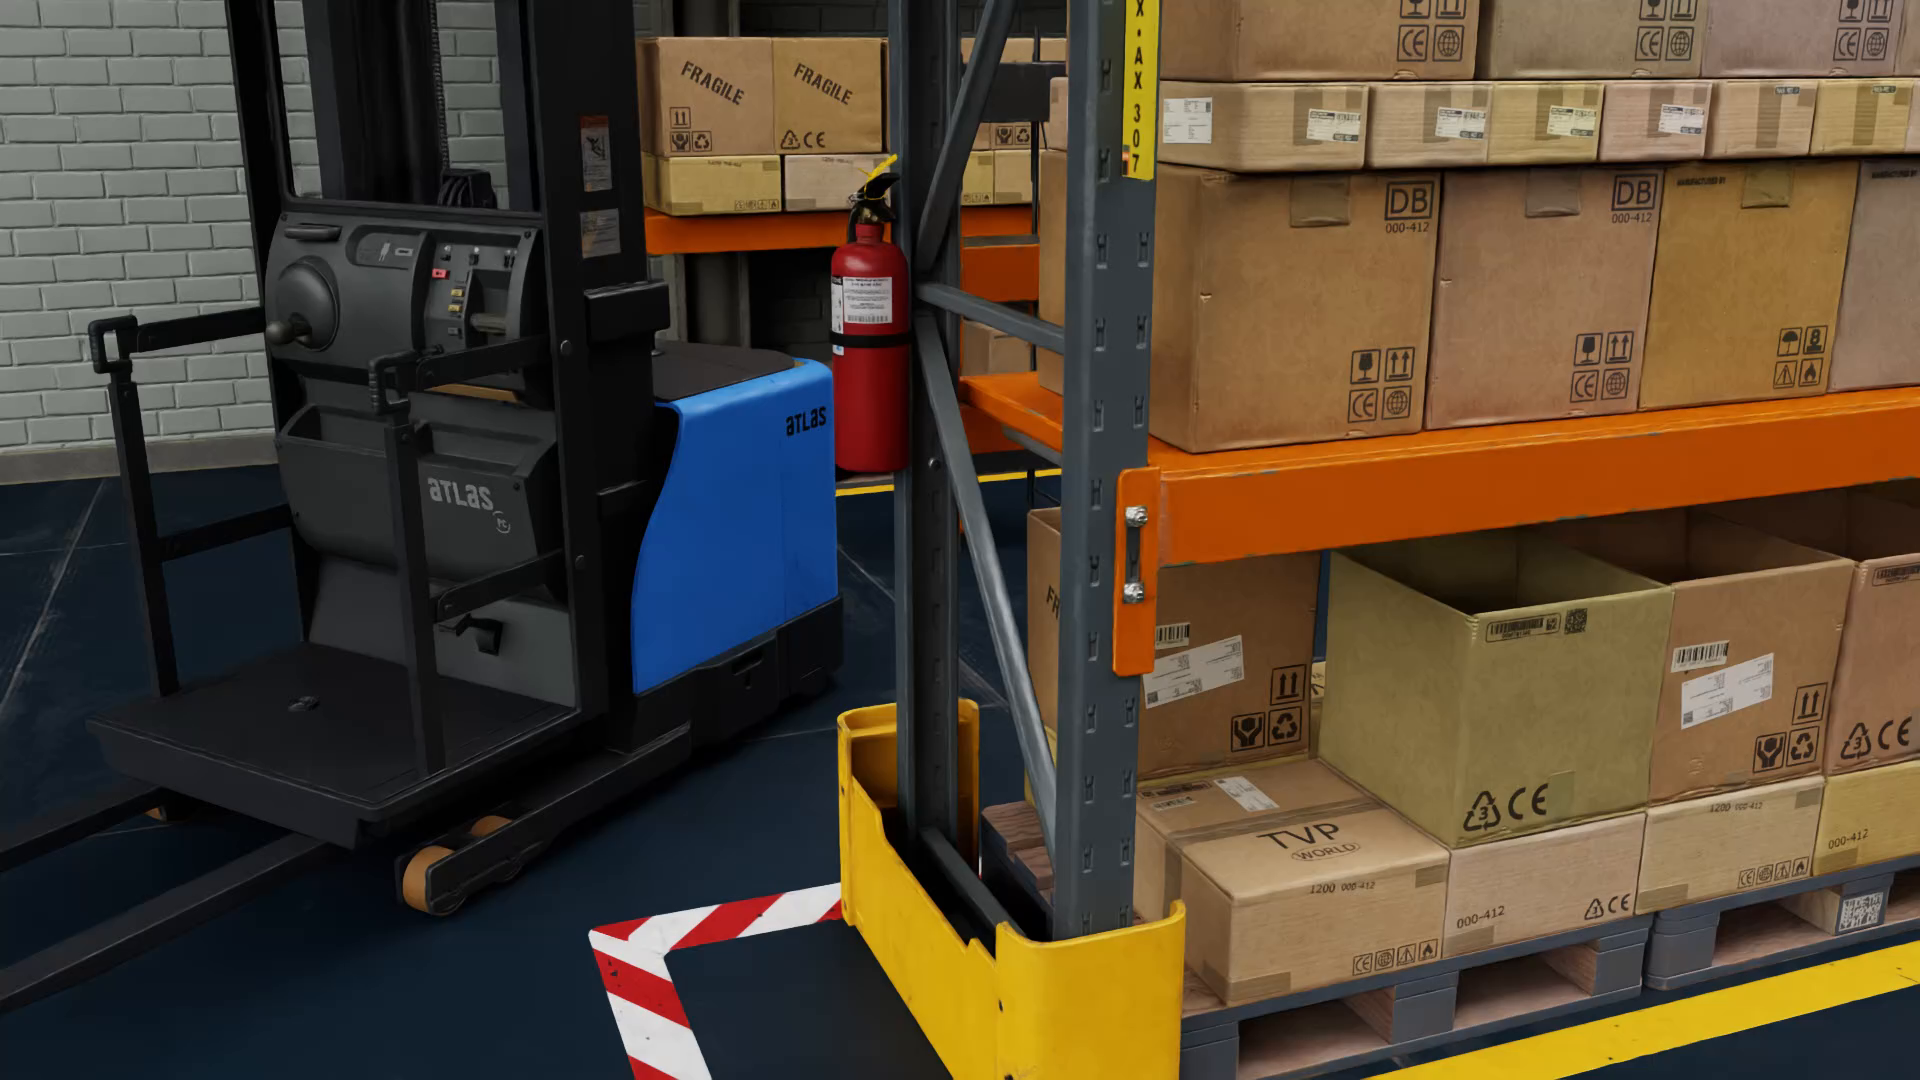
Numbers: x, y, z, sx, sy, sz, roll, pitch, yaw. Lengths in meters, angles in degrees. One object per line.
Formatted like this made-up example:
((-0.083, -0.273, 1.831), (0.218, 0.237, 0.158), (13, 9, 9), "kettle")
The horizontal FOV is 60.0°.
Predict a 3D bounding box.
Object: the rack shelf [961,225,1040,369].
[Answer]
((0.155, -1.011, 6.863), (0.480, 0.518, 0.431), (-6, 17, -20), "rack shelf")

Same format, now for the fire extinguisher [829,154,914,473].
((-0.192, -0.491, 3.582), (0.183, 0.674, 0.296), (-6, 17, -20), "fire extinguisher")

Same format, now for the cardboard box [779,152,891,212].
((-0.642, -1.680, 7.725), (0.500, 0.250, 0.500), (-7, 18, -22), "cardboard box")

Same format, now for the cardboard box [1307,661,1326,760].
((0.943, 0.515, 4.155), (0.500, 0.250, 0.500), (-6, 17, -20), "cardboard box")

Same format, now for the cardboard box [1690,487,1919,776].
((2.067, 0.195, 3.916), (0.500, 0.500, 0.500), (-6, 17, -20), "cardboard box")

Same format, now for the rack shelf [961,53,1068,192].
((0.155, -1.683, 6.666), (0.480, 0.518, 0.431), (-6, 17, -20), "rack shelf")

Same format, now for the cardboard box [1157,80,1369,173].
((0.528, -0.760, 3.032), (0.250, 0.149, 0.380), (-6, 18, -20), "cardboard box")

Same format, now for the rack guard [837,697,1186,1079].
((0.063, 0.784, 3.540), (0.348, 0.500, 1.175), (-6, 17, -20), "rack guard")

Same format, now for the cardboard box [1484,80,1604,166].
((1.007, -0.812, 3.210), (0.250, 0.149, 0.380), (-6, 17, -20), "cardboard box")

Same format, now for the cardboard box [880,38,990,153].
((-0.188, -2.084, 7.773), (0.500, 0.500, 0.500), (-7, 18, -22), "cardboard box")

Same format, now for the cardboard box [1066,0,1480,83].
((0.575, -1.137, 3.166), (0.500, 0.500, 0.700), (-6, 17, -20), "cardboard box")

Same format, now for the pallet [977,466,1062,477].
((0.289, -0.585, 8.714), (1.213, 0.211, 1.003), (-6, 17, -20), "pallet")

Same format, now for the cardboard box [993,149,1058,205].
((0.309, -1.780, 8.066), (0.500, 0.250, 0.500), (-6, 17, -20), "cardboard box")

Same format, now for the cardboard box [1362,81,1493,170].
((0.774, -0.787, 3.125), (0.250, 0.149, 0.380), (-7, 18, -22), "cardboard box")

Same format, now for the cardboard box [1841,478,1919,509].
((2.529, 0.140, 4.101), (0.500, 0.500, 0.500), (-6, 17, -20), "cardboard box")

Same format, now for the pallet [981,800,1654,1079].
((0.784, 0.832, 3.889), (1.213, 0.211, 1.003), (-6, 17, -20), "pallet")

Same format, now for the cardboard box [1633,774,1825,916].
((1.598, 0.603, 3.855), (0.500, 0.250, 0.500), (-6, 17, -20), "cardboard box")

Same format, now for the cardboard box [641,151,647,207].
((-1.324, -1.756, 7.985), (0.500, 0.250, 0.500), (-6, 17, -19), "cardboard box")

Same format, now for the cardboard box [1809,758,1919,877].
((2.067, 0.554, 4.022), (0.500, 0.250, 0.500), (-6, 17, -20), "cardboard box")

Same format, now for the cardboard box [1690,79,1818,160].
((1.492, -0.864, 3.388), (0.250, 0.149, 0.380), (-7, 18, -22), "cardboard box")

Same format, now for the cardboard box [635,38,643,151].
((-1.327, -2.121, 7.898), (0.500, 0.500, 0.500), (-6, 18, -21), "cardboard box")

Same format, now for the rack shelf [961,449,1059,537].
((0.155, -0.339, 7.060), (0.480, 0.518, 0.431), (-6, 17, -20), "rack shelf")

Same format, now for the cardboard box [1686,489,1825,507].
((1.875, 0.053, 4.396), (0.500, 0.500, 0.500), (-6, 17, -20), "cardboard box")

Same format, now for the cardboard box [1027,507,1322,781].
((0.479, 0.208, 3.869), (0.500, 0.500, 0.500), (-6, 17, -20), "cardboard box")

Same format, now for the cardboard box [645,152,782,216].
((-1.122, -1.624, 7.534), (0.500, 0.250, 0.500), (-7, 18, -22), "cardboard box")

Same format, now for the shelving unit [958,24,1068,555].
((0.155, -1.024, 6.859), (0.503, 2.100, 0.431), (-6, 17, -20), "shelving unit")

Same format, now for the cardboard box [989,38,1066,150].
((0.290, -2.140, 7.961), (0.500, 0.500, 0.500), (-6, 17, -18), "cardboard box")

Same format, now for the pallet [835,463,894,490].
((-0.849, -0.463, 8.299), (1.213, 0.211, 1.003), (-6, 17, -20), "pallet")

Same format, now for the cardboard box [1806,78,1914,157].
((1.730, -0.890, 3.476), (0.250, 0.149, 0.380), (-6, 18, -21), "cardboard box")

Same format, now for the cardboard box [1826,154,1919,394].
((1.970, -0.666, 3.865), (0.500, 0.500, 0.700), (-6, 17, -18), "cardboard box")

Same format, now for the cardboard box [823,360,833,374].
((-0.480, -0.745, 8.302), (0.500, 0.311, 0.500), (-5, 17, -15), "cardboard box")

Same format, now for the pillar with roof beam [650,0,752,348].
((0.194, -3.764, 3.946), (0.400, 9.000, 9.100), (-6, 17, -20), "pillar with roof beam")

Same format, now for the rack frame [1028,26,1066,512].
((0.382, -1.049, 6.943), (0.015, 2.100, 0.400), (-6, 17, -20), "rack frame")

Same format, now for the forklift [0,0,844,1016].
((-1.551, -0.646, 4.097), (1.130, 2.935, 3.031), (9, 19, 29), "forklift")

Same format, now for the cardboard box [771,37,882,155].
((-0.673, -2.034, 7.601), (0.500, 0.500, 0.500), (-6, 17, -20), "cardboard box")

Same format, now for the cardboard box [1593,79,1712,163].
((1.244, -0.836, 3.294), (0.250, 0.149, 0.380), (-6, 18, -21), "cardboard box")

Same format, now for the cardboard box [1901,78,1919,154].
((1.964, -0.914, 3.559), (0.250, 0.149, 0.380), (-6, 17, -20), "cardboard box")

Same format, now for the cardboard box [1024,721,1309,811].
((0.480, 0.569, 3.973), (0.500, 0.250, 0.500), (-6, 17, -20), "cardboard box")

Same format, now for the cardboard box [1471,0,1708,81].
((1.064, -1.191, 3.351), (0.500, 0.500, 0.700), (-7, 18, -22), "cardboard box")

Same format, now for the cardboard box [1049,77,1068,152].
((0.374, -0.865, 3.392), (0.250, 0.149, 0.380), (-6, 18, -21), "cardboard box")

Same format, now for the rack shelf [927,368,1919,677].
((1.953, -0.274, 3.984), (4.000, 0.370, 1.077), (-6, 17, -20), "rack shelf")

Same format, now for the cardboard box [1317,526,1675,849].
((1.132, 0.294, 3.577), (0.500, 0.500, 0.500), (-6, 17, -20), "cardboard box")

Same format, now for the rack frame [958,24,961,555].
((-0.073, -1.000, 6.775), (0.015, 2.100, 0.400), (-6, 17, -20), "rack frame")

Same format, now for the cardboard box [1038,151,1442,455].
((0.526, -0.509, 3.331), (0.500, 0.500, 0.700), (-6, 17, -20), "cardboard box")

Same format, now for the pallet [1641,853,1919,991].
((1.922, 0.710, 4.304), (1.213, 0.211, 1.003), (-6, 17, -20), "pallet")

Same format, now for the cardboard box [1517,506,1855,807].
((1.594, 0.240, 3.760), (0.500, 0.500, 0.500), (-6, 17, -20), "cardboard box")

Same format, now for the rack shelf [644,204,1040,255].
((0.177, -1.577, 8.421), (4.000, 0.370, 1.077), (-6, 17, -20), "rack shelf")

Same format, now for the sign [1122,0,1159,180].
((0.278, -0.724, 2.563), (0.005, 0.325, 0.100), (-6, 17, -20), "sign")

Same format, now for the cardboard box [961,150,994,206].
((-0.164, -1.730, 7.895), (0.500, 0.250, 0.500), (-6, 18, -21), "cardboard box")

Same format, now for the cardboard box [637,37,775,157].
((-1.138, -1.987, 7.440), (0.500, 0.500, 0.500), (-6, 17, -20), "cardboard box")

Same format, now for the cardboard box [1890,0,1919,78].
((2.002, -1.293, 3.697), (0.500, 0.500, 0.700), (-6, 17, -20), "cardboard box")

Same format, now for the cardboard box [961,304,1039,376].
((0.223, -0.896, 8.483), (0.500, 0.500, 0.700), (-7, 18, -24), "cardboard box")

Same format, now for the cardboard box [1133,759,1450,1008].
((0.665, 0.705, 3.509), (0.500, 0.250, 0.500), (-6, 17, -20), "cardboard box")

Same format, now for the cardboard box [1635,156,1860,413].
((1.480, -0.612, 3.681), (0.500, 0.500, 0.700), (-6, 17, -20), "cardboard box")

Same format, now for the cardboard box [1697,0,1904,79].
((1.535, -1.242, 3.525), (0.500, 0.500, 0.700), (-6, 17, -20), "cardboard box")

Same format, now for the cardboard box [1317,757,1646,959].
((1.131, 0.653, 3.684), (0.500, 0.250, 0.500), (-6, 17, -20), "cardboard box")

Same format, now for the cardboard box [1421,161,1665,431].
((1.014, -0.563, 3.515), (0.500, 0.500, 0.700), (-6, 17, -19), "cardboard box")

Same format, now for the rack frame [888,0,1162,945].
((0.085, -0.417, 3.196), (0.127, 3.000, 1.000), (-6, 17, -20), "rack frame")
